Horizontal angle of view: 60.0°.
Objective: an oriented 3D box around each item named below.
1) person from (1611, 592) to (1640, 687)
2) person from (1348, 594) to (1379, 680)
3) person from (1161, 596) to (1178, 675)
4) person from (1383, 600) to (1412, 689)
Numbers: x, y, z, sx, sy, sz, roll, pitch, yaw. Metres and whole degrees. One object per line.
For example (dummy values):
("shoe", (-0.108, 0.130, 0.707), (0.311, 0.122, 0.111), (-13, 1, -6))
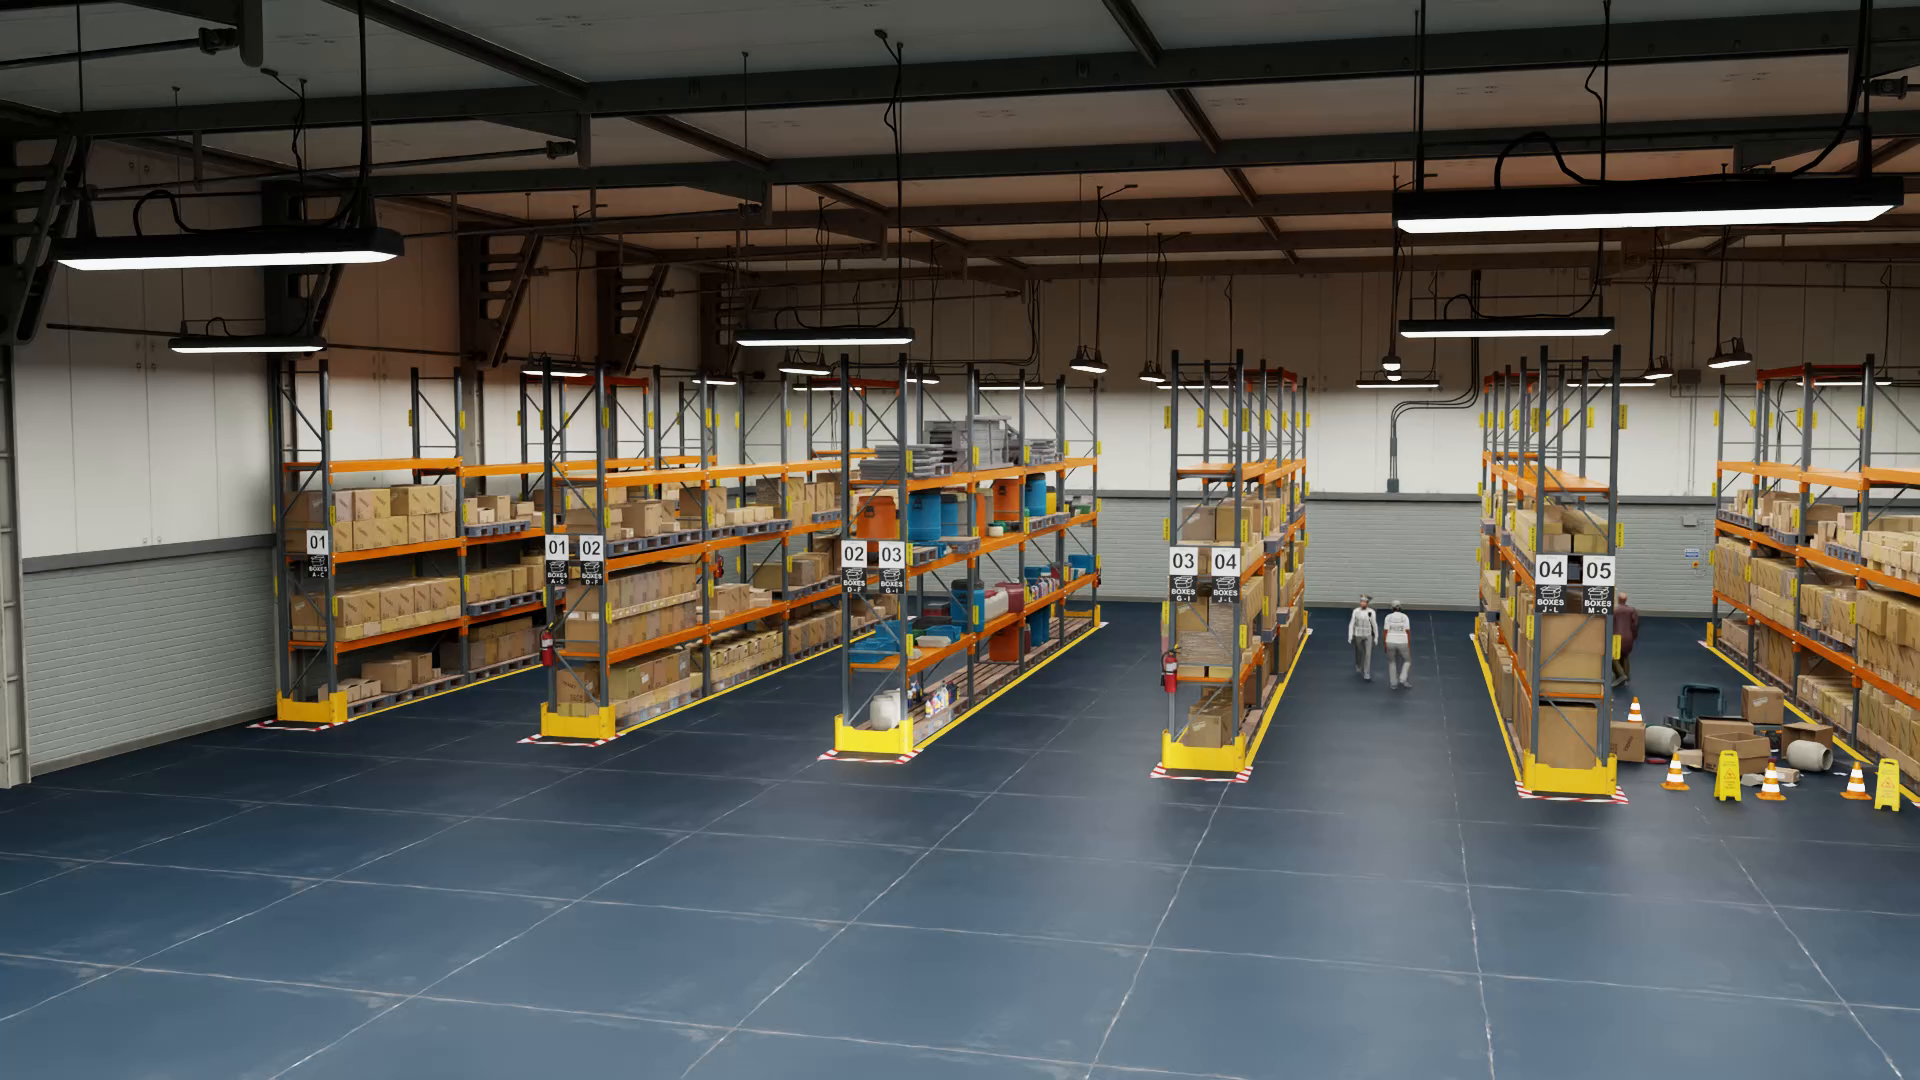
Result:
("person", (12.515, 1.880, 31.357), (0.659, 1.760, 0.668), (-1, 4, -9))
("person", (7.830, 1.856, 32.265), (0.575, 1.622, 1.056), (1, 4, 11))
("person", (4.088, 1.866, 32.158), (0.448, 1.611, 1.058), (1, 4, 12))
("person", (8.140, 1.957, 30.909), (0.541, 1.662, 0.512), (1, 4, 17))
